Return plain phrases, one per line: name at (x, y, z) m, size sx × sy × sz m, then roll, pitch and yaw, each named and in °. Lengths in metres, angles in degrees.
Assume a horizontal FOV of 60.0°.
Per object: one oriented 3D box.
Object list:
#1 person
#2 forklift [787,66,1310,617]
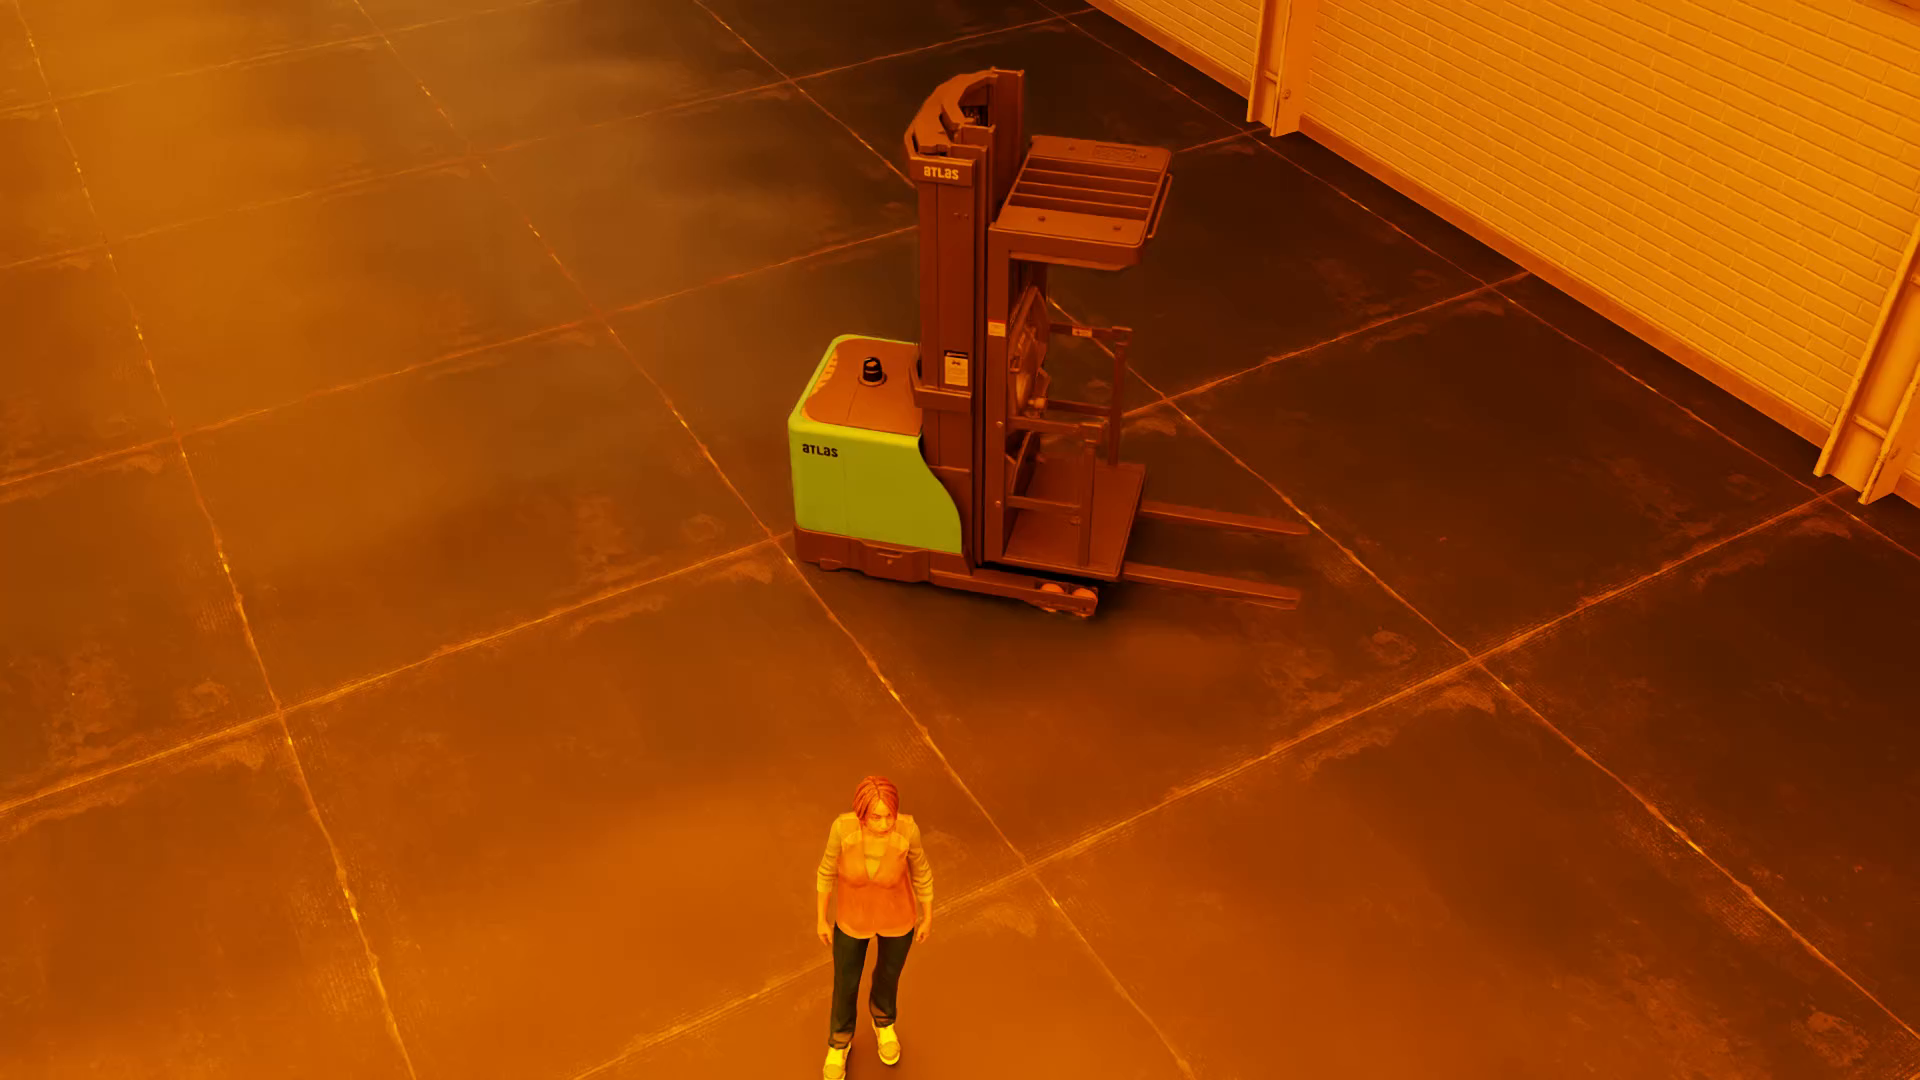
person at (-0.364, 1.673, 7.065) m, size 0.519 × 1.584 × 0.474 m, roll -3°, pitch 40°, yaw -3°
forklift at (0.570, -1.052, 9.305) m, size 3.031 × 2.935 × 1.130 m, roll 9°, pitch 41°, yaw 11°
